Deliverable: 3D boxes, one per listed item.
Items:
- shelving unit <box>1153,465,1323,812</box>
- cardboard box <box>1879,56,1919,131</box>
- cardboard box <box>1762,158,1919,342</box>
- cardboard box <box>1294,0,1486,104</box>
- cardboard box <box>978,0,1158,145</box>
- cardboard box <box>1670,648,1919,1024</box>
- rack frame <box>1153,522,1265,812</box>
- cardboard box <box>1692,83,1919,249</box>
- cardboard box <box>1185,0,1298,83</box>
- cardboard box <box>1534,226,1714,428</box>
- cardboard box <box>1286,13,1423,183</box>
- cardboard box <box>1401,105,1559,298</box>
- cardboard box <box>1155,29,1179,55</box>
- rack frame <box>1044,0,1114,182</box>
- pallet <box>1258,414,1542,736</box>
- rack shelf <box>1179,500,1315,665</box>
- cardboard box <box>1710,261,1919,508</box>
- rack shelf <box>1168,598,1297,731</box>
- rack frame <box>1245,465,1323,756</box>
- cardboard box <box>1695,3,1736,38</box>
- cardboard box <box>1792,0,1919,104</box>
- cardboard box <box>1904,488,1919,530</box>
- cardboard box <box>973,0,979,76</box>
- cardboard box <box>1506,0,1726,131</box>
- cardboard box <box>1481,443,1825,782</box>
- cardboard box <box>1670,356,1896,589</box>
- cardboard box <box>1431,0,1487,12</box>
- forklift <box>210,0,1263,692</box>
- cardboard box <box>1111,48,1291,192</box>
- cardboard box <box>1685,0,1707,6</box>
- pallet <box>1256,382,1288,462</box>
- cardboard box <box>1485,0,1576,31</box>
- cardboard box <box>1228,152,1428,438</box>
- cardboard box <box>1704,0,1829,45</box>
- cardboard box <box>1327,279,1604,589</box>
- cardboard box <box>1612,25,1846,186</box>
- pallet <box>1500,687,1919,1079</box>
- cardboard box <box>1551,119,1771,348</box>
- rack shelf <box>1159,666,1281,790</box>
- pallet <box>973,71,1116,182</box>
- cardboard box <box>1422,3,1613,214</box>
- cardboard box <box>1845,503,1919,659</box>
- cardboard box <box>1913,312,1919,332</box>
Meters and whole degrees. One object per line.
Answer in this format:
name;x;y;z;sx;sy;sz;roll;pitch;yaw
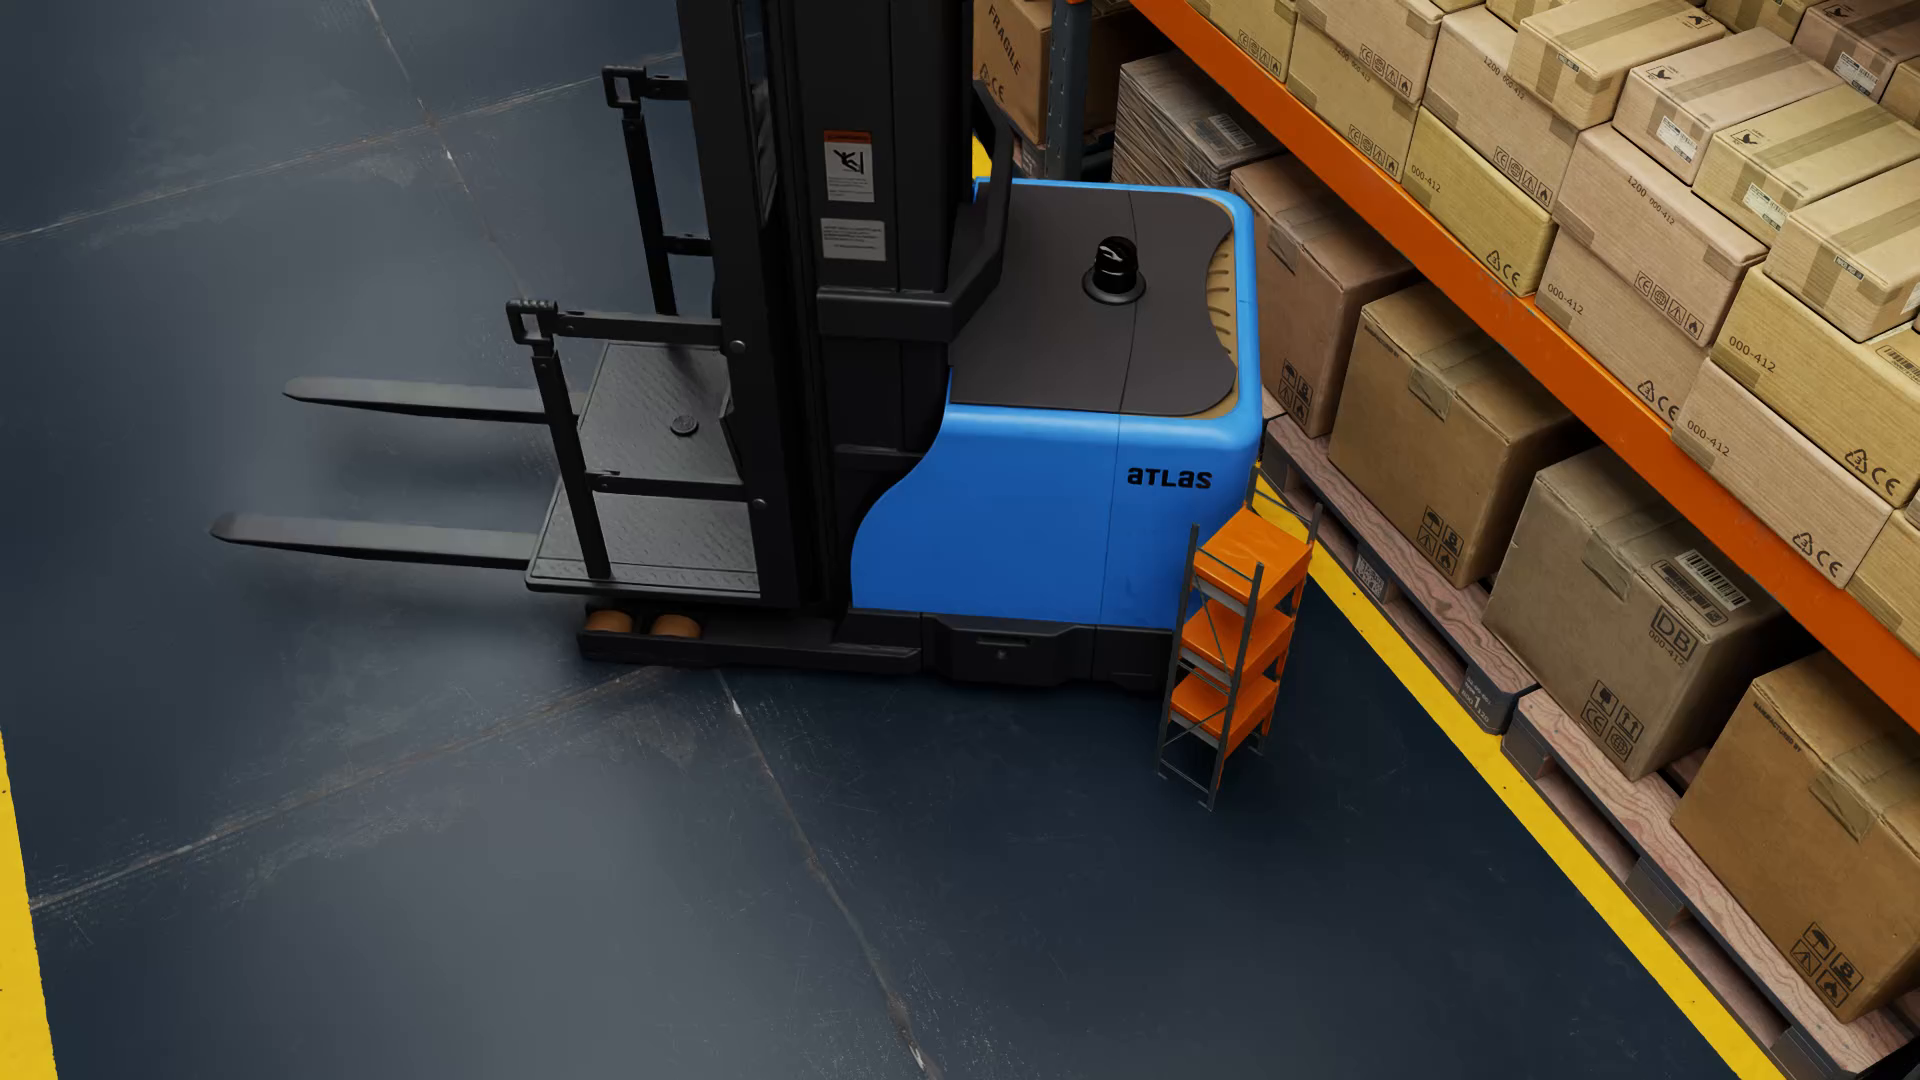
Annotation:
shelving unit;0.700;0.285;4.303;0.215;1.050;0.252;33;57;26
cardboard box;2.230;-0.955;3.595;0.380;0.149;0.250;-21;52;-18
cardboard box;1.825;-0.573;3.261;0.380;0.149;0.250;-23;53;-19
cardboard box;1.223;-1.415;4.262;0.500;0.250;0.500;-22;53;-18
cardboard box;0.401;-1.897;6.298;0.500;0.500;0.500;-20;52;-16
cardboard box;2.367;0.603;4.029;0.875;0.625;0.625;-19;52;-16
rack frame;0.620;0.354;4.243;0.200;1.050;0.008;33;57;26
cardboard box;1.760;-0.770;3.433;0.380;0.149;0.250;-22;52;-18
cardboard box;0.997;-1.604;4.759;0.500;0.250;0.500;-22;52;-18
cardboard box;1.718;-0.571;3.856;0.500;0.250;0.500;-21;52;-17
cardboard box;1.239;-1.261;4.460;0.500;0.250;0.500;-23;53;-19
cardboard box;1.475;-0.914;4.156;0.500;0.250;0.500;-20;52;-16
cardboard box;0.842;-2.066;6.446;0.500;0.500;0.500;-19;52;-16
rack frame;0.786;-2.373;5.332;1.000;3.000;0.127;-21;52;-18
pallet;1.682;-0.075;5.175;1.003;0.211;1.213;-21;52;-18
rack shelf;0.700;0.106;4.097;0.215;0.259;0.240;33;57;26
cardboard box;1.922;-0.393;3.368;0.500;0.250;0.500;-22;53;-18
rack shelf;0.700;0.292;4.311;0.215;0.259;0.240;33;57;26
rack frame;0.781;0.216;4.363;0.200;1.050;0.008;33;57;26
cardboard box;1.924;-1.266;4.132;0.500;0.250;0.500;-22;52;-18
cardboard box;2.109;-1.122;3.742;0.380;0.149;0.250;-22;52;-18
cardboard box;2.164;-0.051;3.070;0.500;0.250;0.500;-22;52;-18
cardboard box;0.181;-2.235;6.594;0.500;0.500;0.500;-22;52;-18
cardboard box;1.461;-1.090;3.713;0.380;0.149;0.250;-22;53;-18
cardboard box;2.019;0.081;4.485;0.875;0.625;0.625;-22;52;-18
cardboard box;1.918;-0.228;3.556;0.500;0.250;0.500;-21;52;-18
cardboard box;1.269;-1.444;4.023;0.380;0.149;0.250;-20;52;-17
forklift;-0.707;-0.984;4.164;3.031;2.935;1.130;4;49;3
cardboard box;1.059;-1.307;5.699;0.875;0.625;0.625;-20;52;-16
cardboard box;1.834;-1.450;4.028;0.380;0.149;0.250;-20;52;-17
pallet;1.128;-0.890;5.888;1.003;0.211;1.213;-21;52;-18
cardboard box;1.474;-1.303;3.900;0.380;0.149;0.250;-21;52;-18
cardboard box;1.365;-0.872;5.319;0.875;0.625;0.625;-20;52;-16
cardboard box;1.990;-1.287;3.886;0.380;0.149;0.250;-21;52;-17
cardboard box;1.673;-0.422;4.925;0.875;0.625;0.625;-23;53;-19
cardboard box;1.651;-0.939;3.581;0.380;0.149;0.250;-21;52;-17
pallet;2.244;0.743;4.460;1.003;0.211;1.213;-21;52;-18
cardboard box;1.693;-0.737;3.669;0.500;0.250;0.500;-20;52;-17
rack shelf;0.700;0.475;4.520;0.215;0.259;0.240;33;57;26
pallet;0.478;-1.967;6.830;1.003;0.211;1.213;-21;52;-18
cardboard box;1.479;-1.081;3.971;0.500;0.250;0.500;-20;52;-17
cardboard box;2.153;0.107;3.263;0.500;0.250;0.500;-20;52;-17
cardboard box;2.063;-0.442;3.147;0.380;0.149;0.250;-21;52;-18
